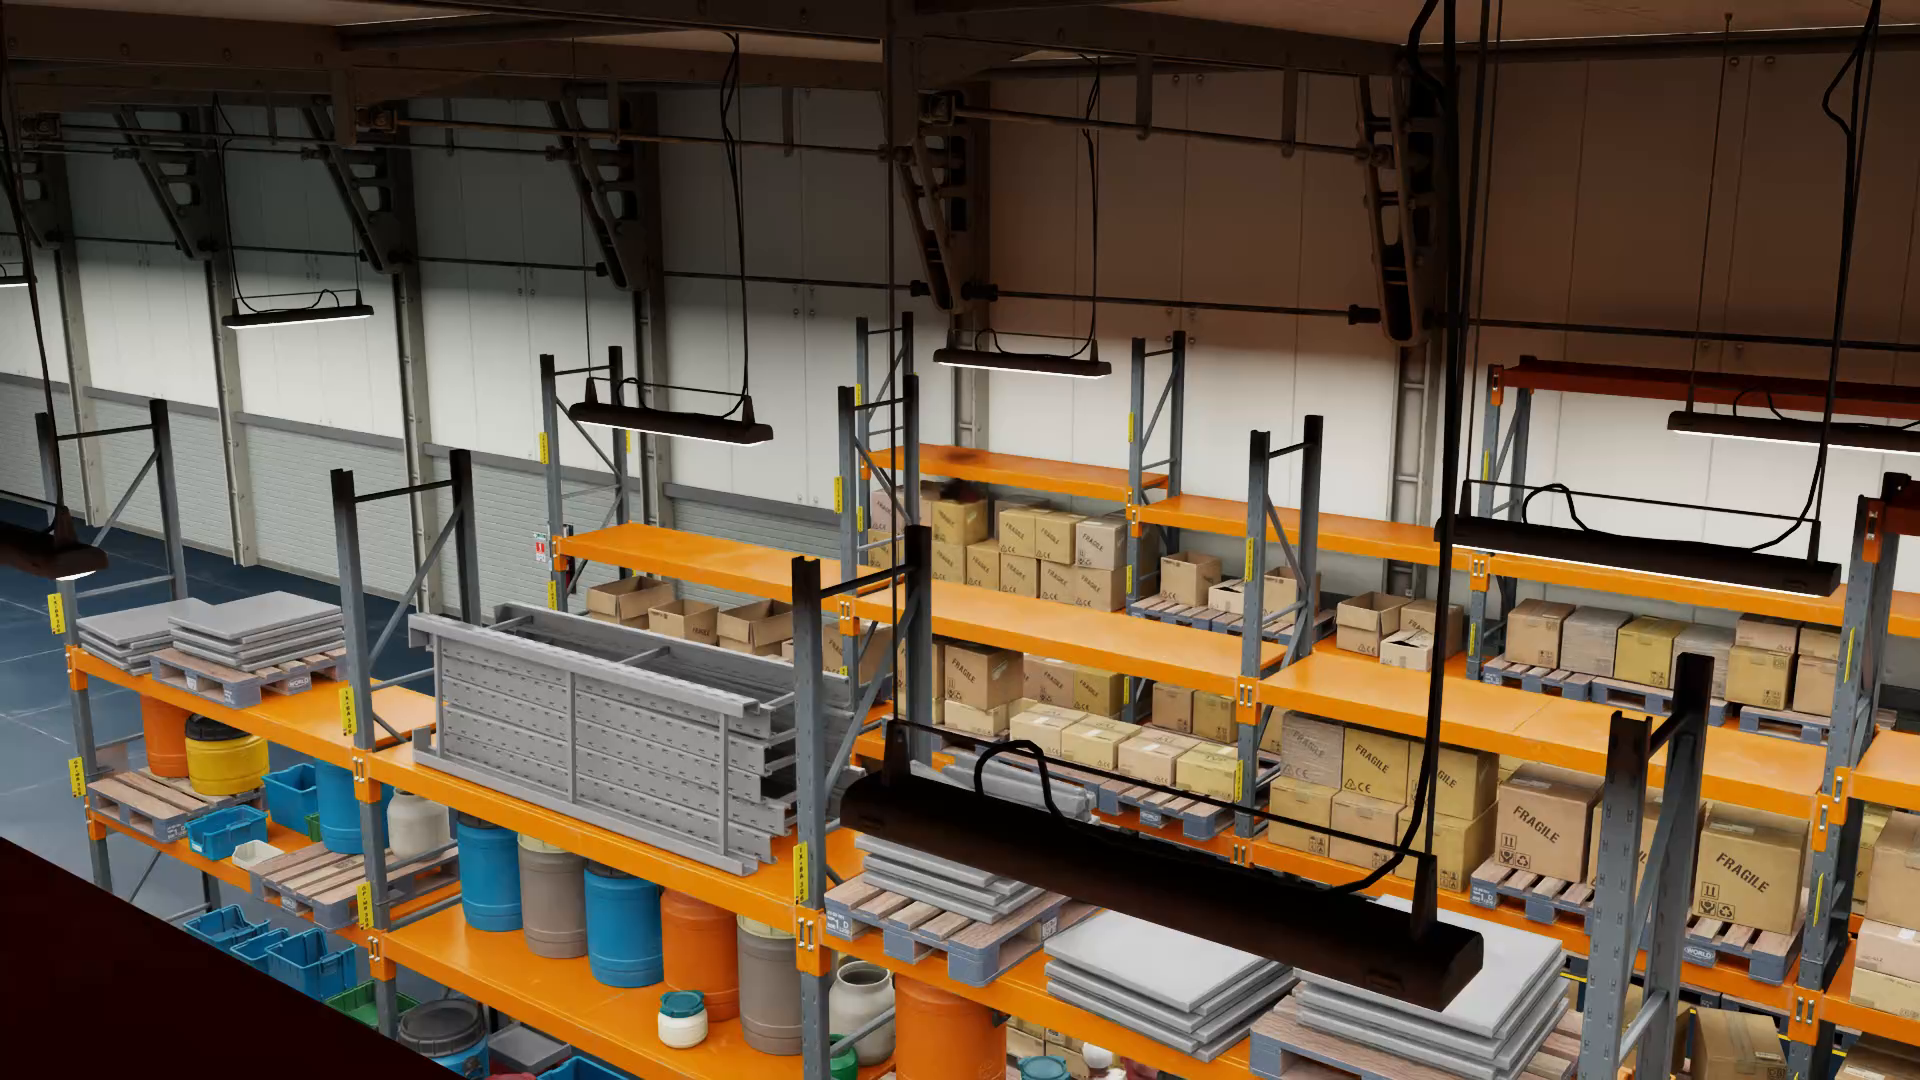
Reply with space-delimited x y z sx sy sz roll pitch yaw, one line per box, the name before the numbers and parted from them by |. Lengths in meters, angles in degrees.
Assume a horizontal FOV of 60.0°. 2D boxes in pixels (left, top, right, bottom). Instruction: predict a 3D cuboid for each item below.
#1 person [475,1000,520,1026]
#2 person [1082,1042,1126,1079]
person | -3.937 3.978 14.464 0.546 1.650 0.743 -1 13 -3
person | 0.952 4.436 12.273 0.999 1.742 0.667 8 15 31
